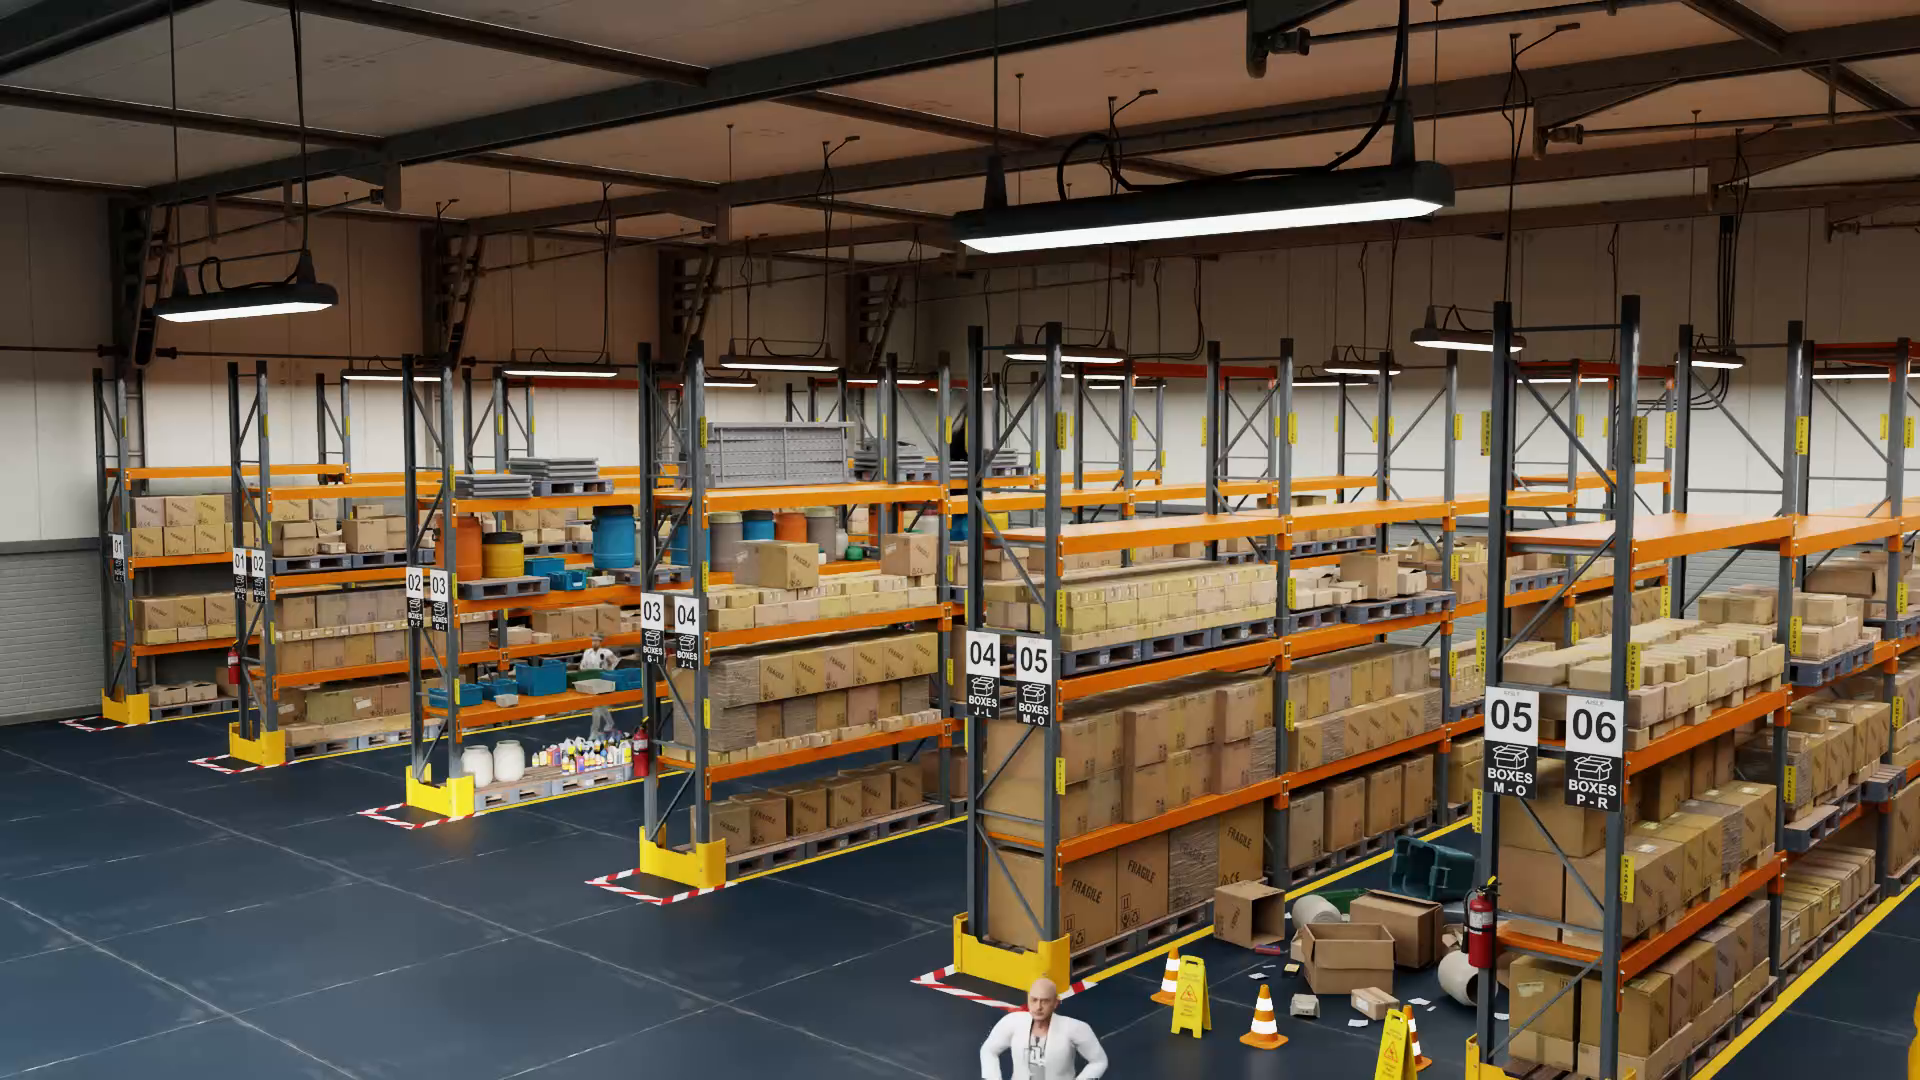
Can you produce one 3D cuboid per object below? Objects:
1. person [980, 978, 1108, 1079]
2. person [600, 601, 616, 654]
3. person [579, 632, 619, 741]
[{"bbox_3d":[0.447,3.608,10.255,0.921,1.691,0.739,1,4,13],"label":"person"},{"bbox_3d":[-6.784,1.984,32.265,0.548,1.643,0.815,3,5,39],"label":"person"},{"bbox_3d":[-5.868,2.345,26.931,0.583,1.747,0.801,2,4,21],"label":"person"}]
